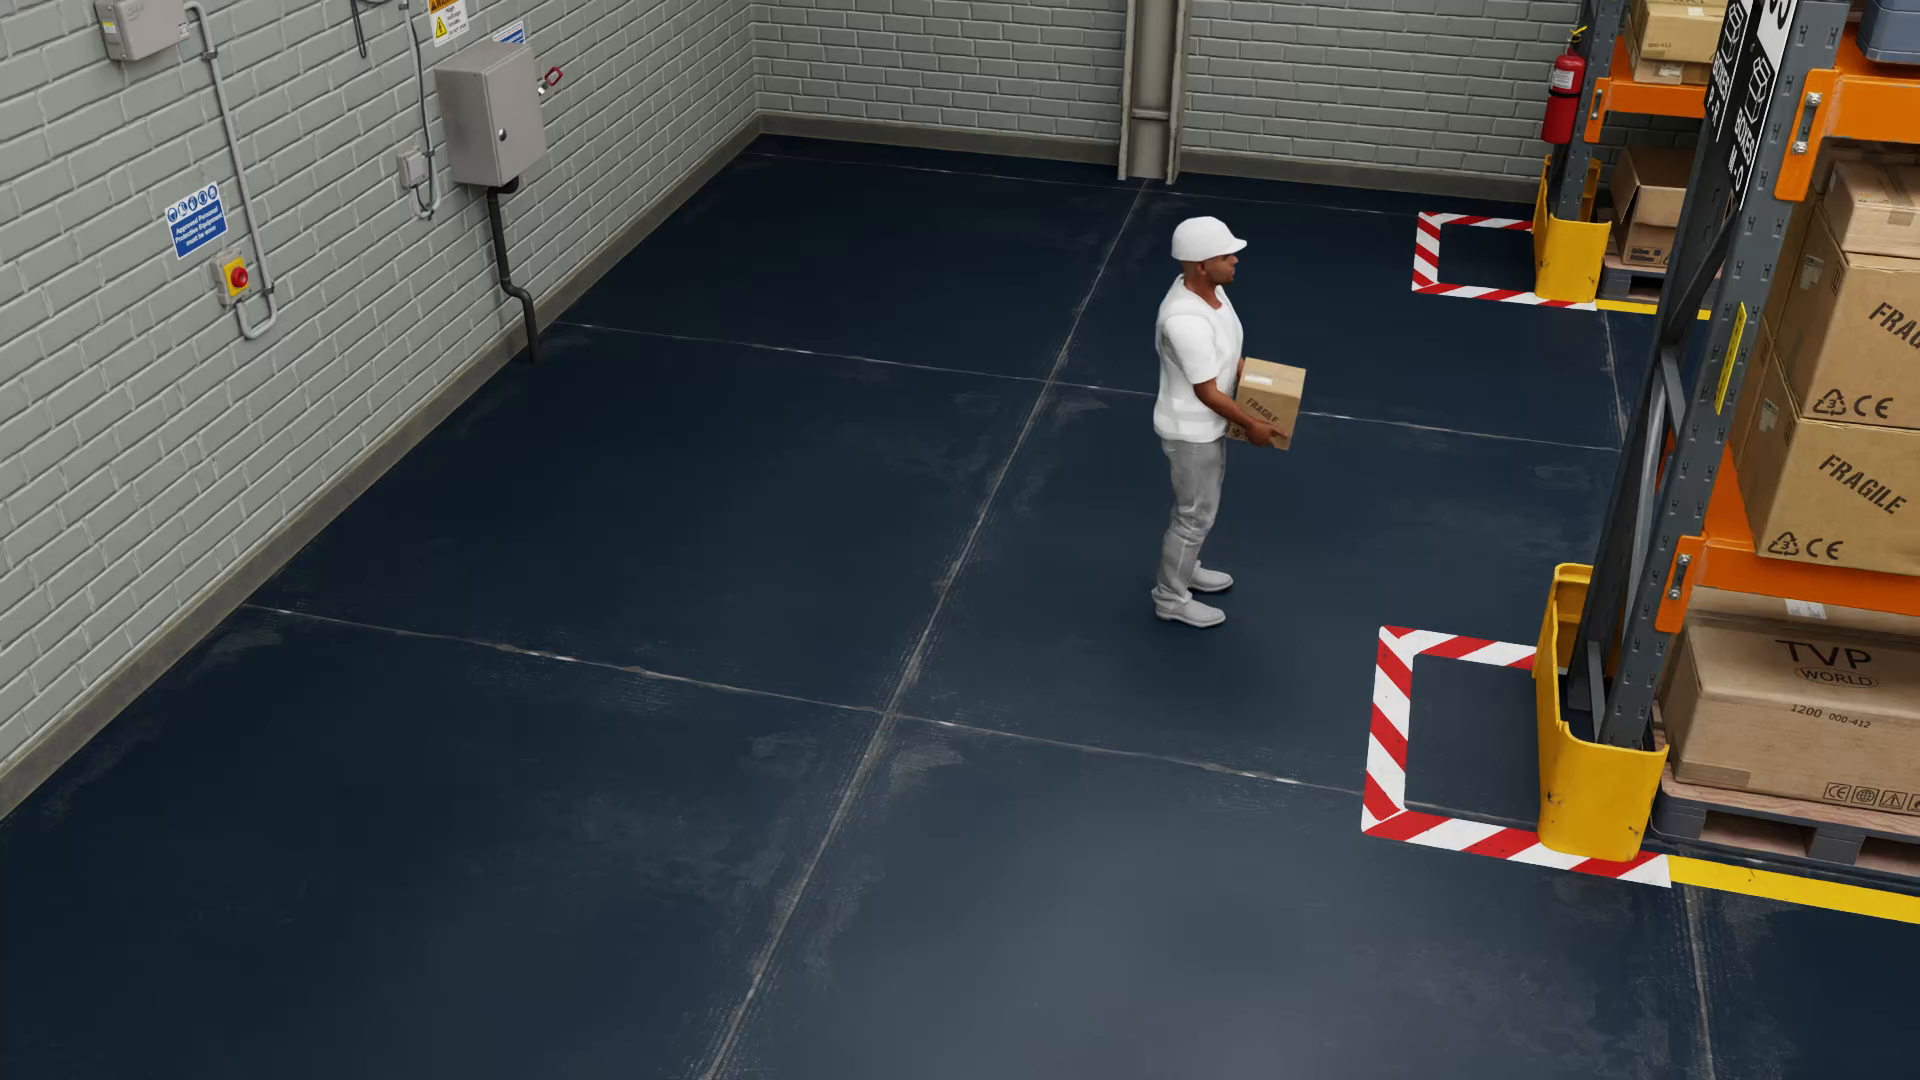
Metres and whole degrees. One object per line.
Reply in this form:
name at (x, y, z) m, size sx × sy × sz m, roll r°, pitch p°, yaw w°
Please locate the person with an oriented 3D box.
person at (1.071, -0.475, 6.857) m, size 0.567 × 1.769 × 0.528 m, roll 8°, pitch 33°, yaw 12°
